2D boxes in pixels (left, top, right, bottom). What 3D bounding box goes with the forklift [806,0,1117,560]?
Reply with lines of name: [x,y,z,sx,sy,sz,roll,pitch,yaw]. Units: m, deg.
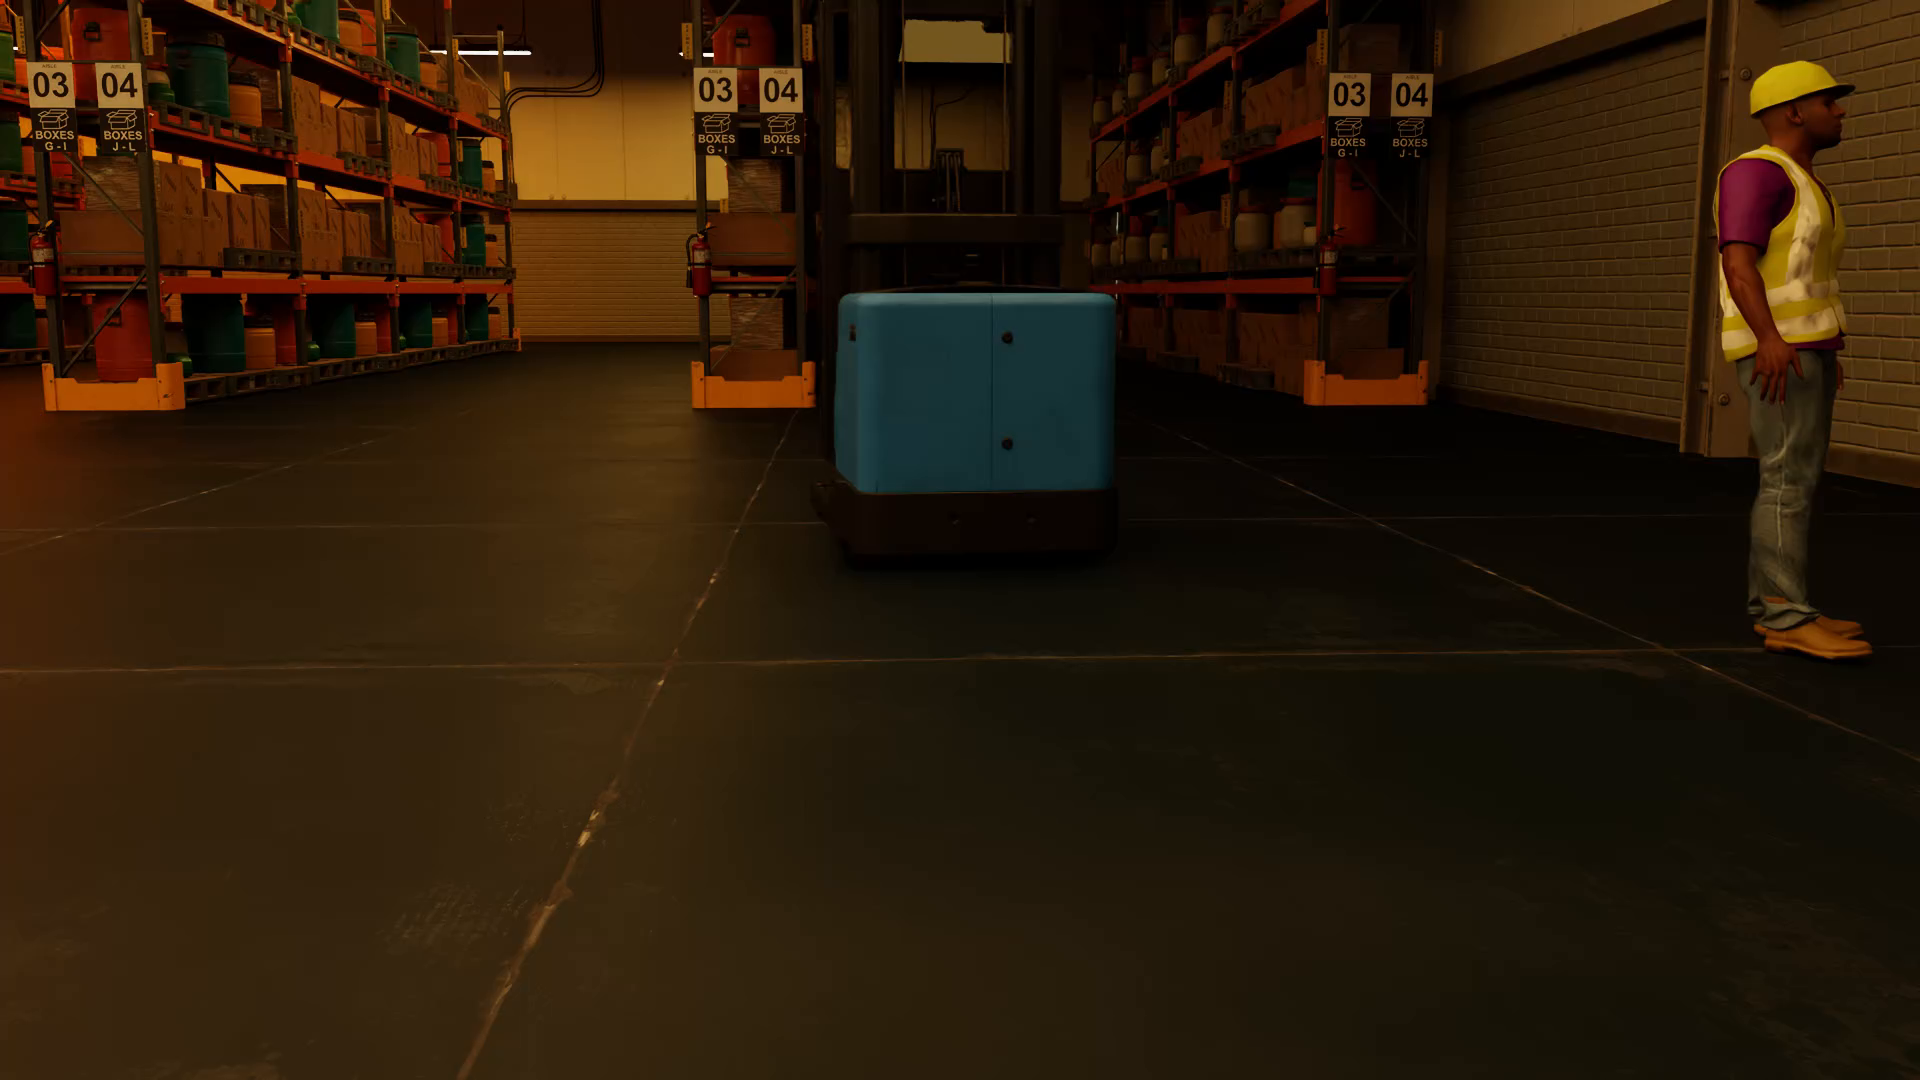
forklift: [-0.128,-1.548,7.757,1.130,2.935,3.031,-1,9,-10]

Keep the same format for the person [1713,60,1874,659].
person: [2.604,-0.567,5.077,0.565,1.768,0.665,7,11,40]
